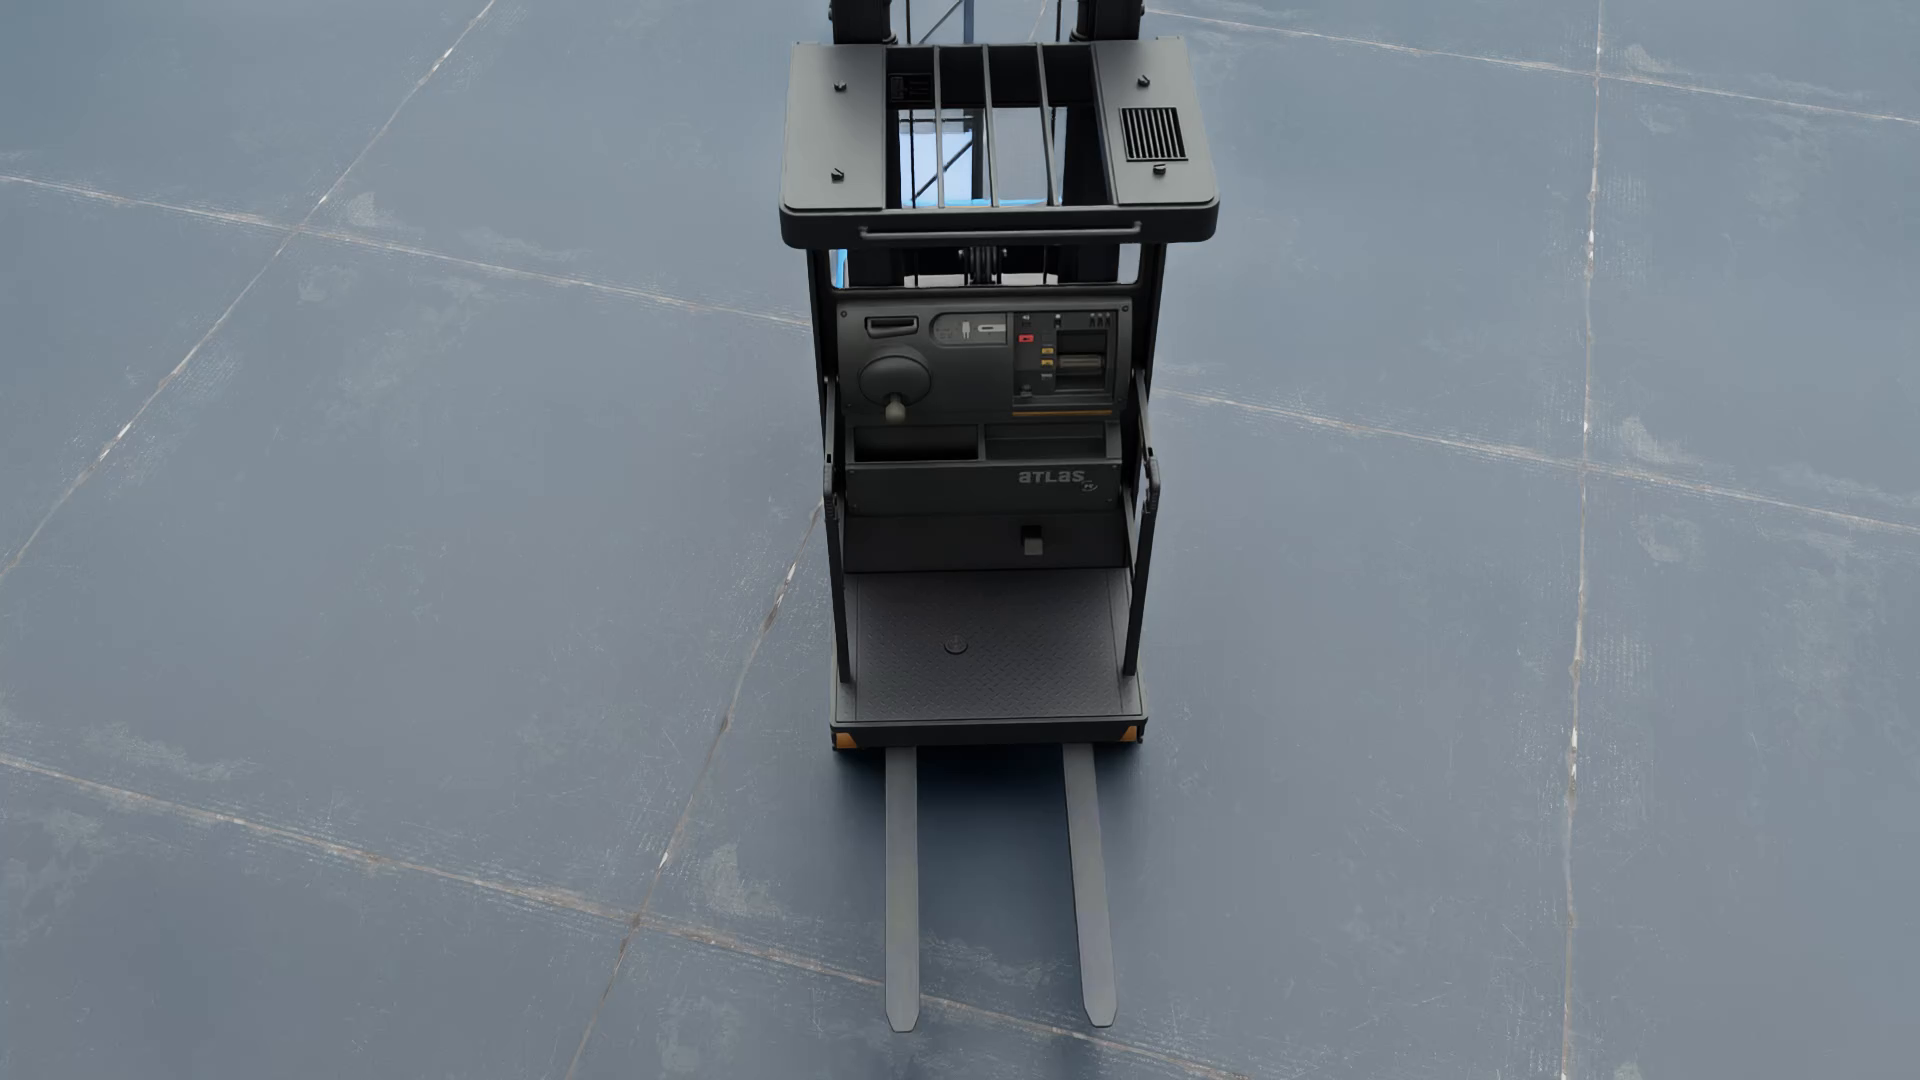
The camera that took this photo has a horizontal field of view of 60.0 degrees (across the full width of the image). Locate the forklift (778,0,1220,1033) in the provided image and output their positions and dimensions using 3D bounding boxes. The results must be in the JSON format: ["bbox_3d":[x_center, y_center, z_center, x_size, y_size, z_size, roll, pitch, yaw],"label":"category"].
[{"bbox_3d":[0.087,-0.468,5.127,1.130,2.935,3.031,-1,49,-1],"label":"forklift"}]

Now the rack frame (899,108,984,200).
[{"bbox_3d":[-0.163,-1.143,6.677,0.500,1.500,0.032,-1,49,-1],"label":"rack frame"}]

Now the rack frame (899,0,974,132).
[{"bbox_3d":[-0.192,-1.905,7.350,0.500,1.500,0.032,-1,49,-1],"label":"rack frame"}]

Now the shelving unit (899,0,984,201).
[{"bbox_3d":[-0.178,-1.524,7.014,0.538,1.500,1.048,-1,49,-1],"label":"shelving unit"}]

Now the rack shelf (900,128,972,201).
[{"bbox_3d":[-0.178,-1.405,7.149,0.538,0.185,1.000,-1,49,-1],"label":"rack shelf"}]
